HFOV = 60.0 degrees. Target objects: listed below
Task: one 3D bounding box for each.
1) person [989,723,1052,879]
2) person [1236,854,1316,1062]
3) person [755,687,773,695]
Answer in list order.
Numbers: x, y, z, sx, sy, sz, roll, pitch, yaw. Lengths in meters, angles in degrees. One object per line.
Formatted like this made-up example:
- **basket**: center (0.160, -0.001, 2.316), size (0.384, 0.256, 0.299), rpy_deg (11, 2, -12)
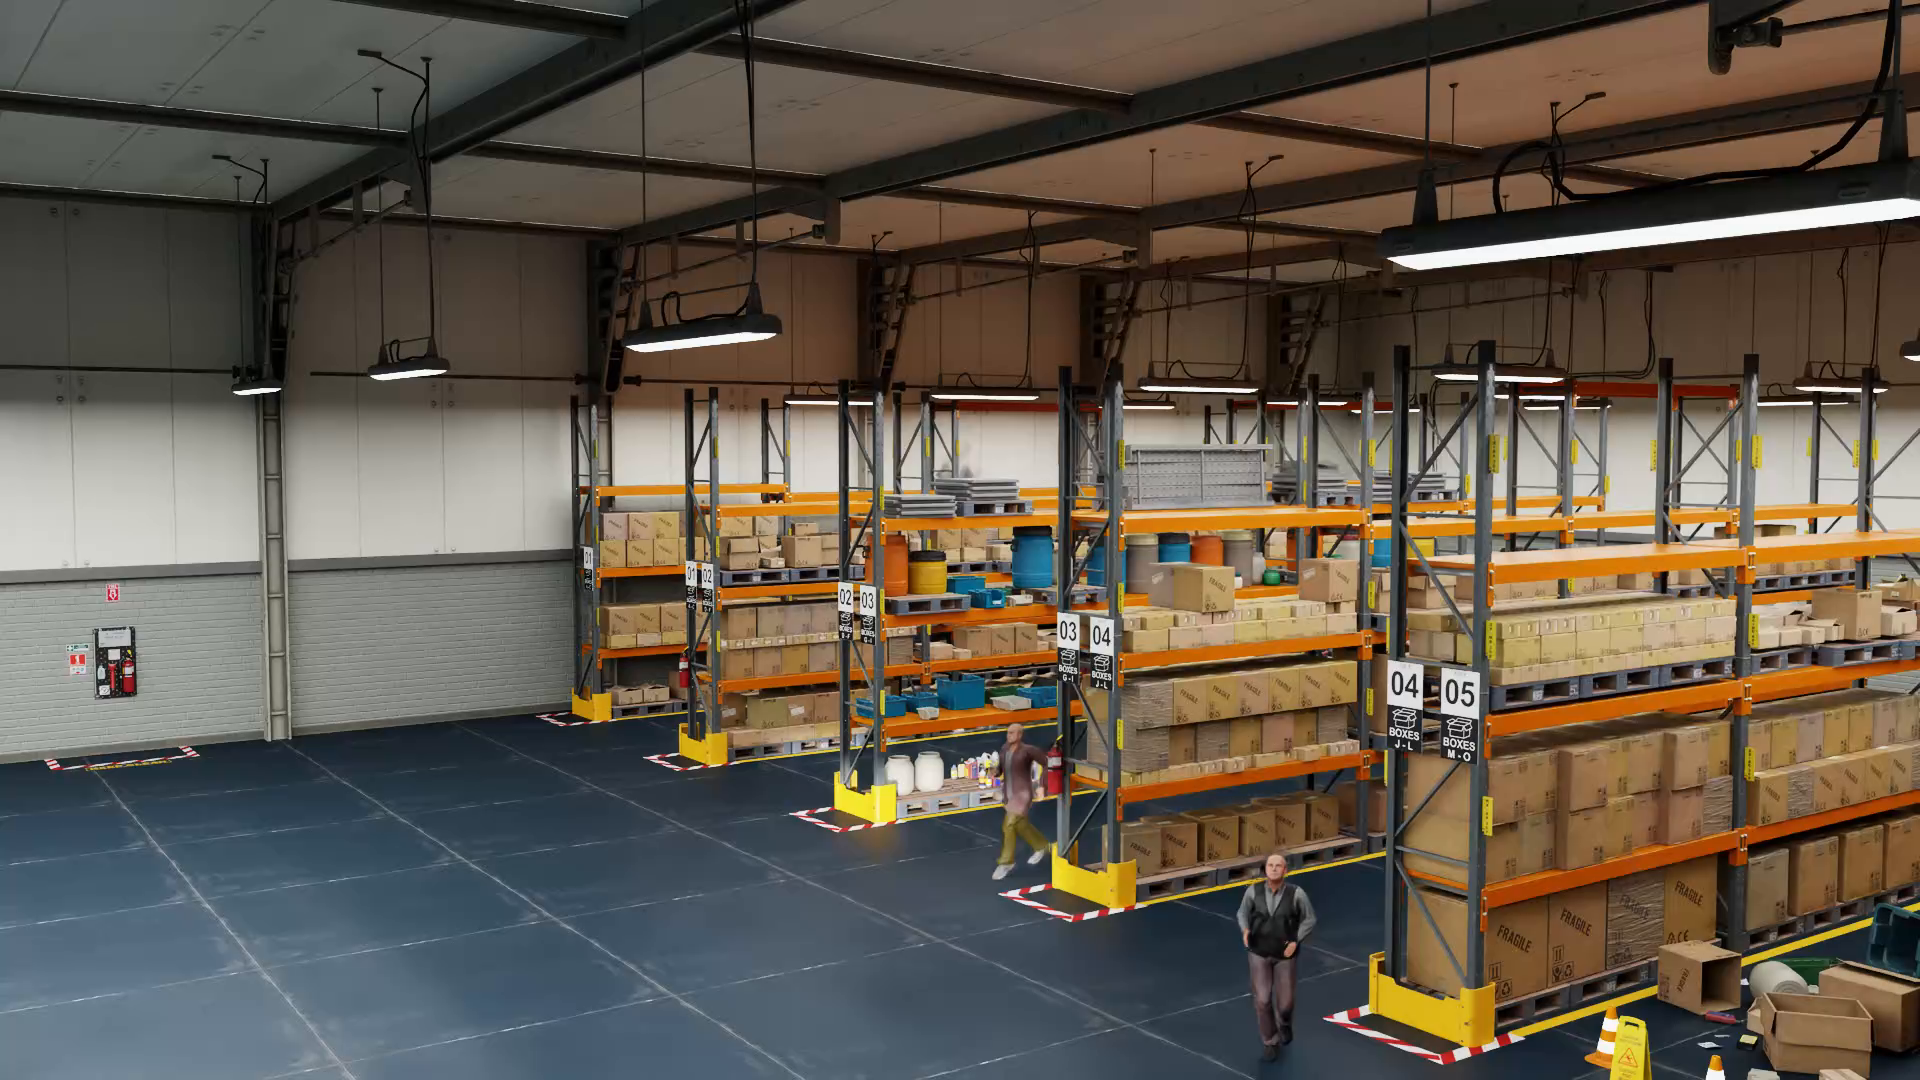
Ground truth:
- **person**: center (0.719, 3.088, 19.915), size (0.997, 1.816, 0.733), rpy_deg (-2, 4, -35)
- **person**: center (2.650, 3.499, 14.004), size (0.672, 1.709, 0.590), rpy_deg (1, 4, 16)
- **person**: center (-3.452, 2.574, 29.499), size (0.851, 1.650, 0.579), rpy_deg (-3, 5, -45)
